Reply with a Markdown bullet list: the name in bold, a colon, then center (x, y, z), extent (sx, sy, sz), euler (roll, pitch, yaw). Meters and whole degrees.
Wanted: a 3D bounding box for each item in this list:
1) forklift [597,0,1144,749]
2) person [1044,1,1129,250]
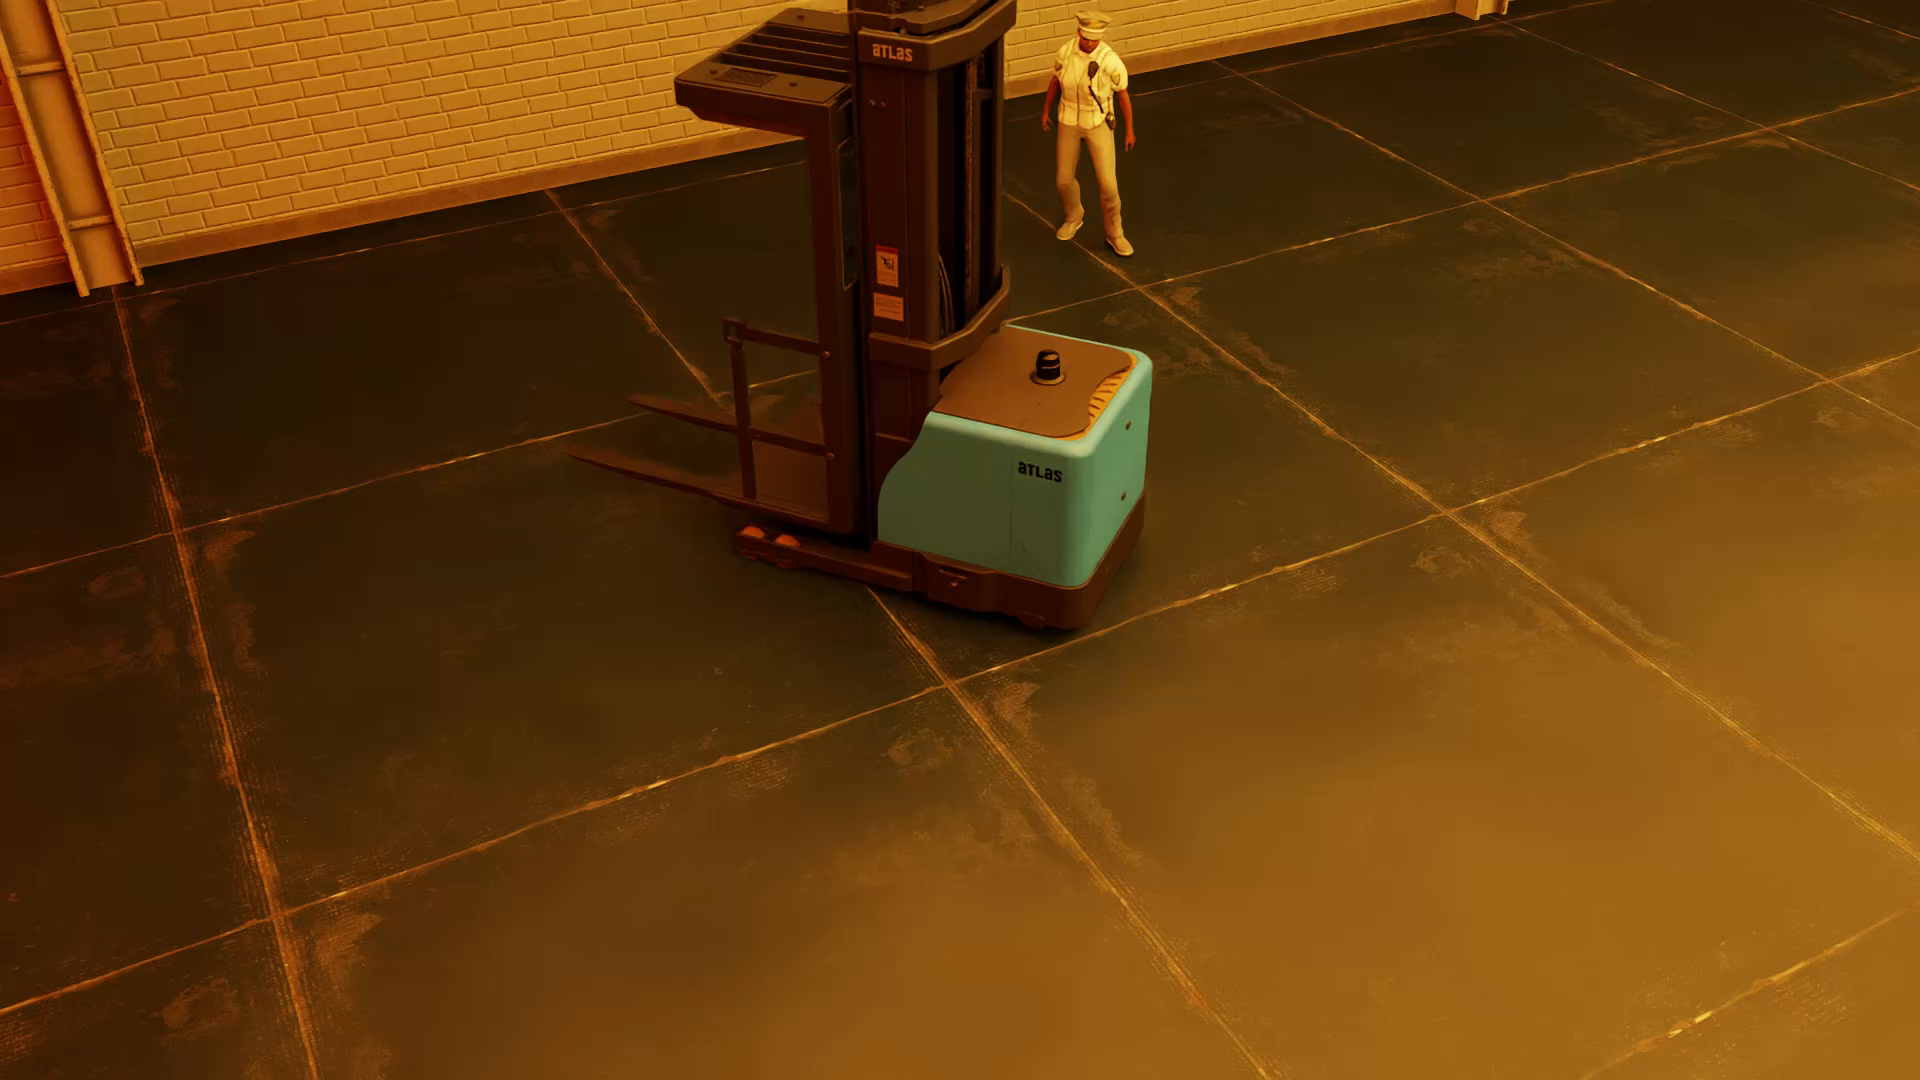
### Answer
- **forklift**: center (-0.390, -0.927, 7.434), extent (1.130, 2.935, 3.031), euler (26, 43, 31)
- **person**: center (0.859, -2.800, 11.191), extent (0.613, 1.664, 0.427), euler (12, 37, 16)
